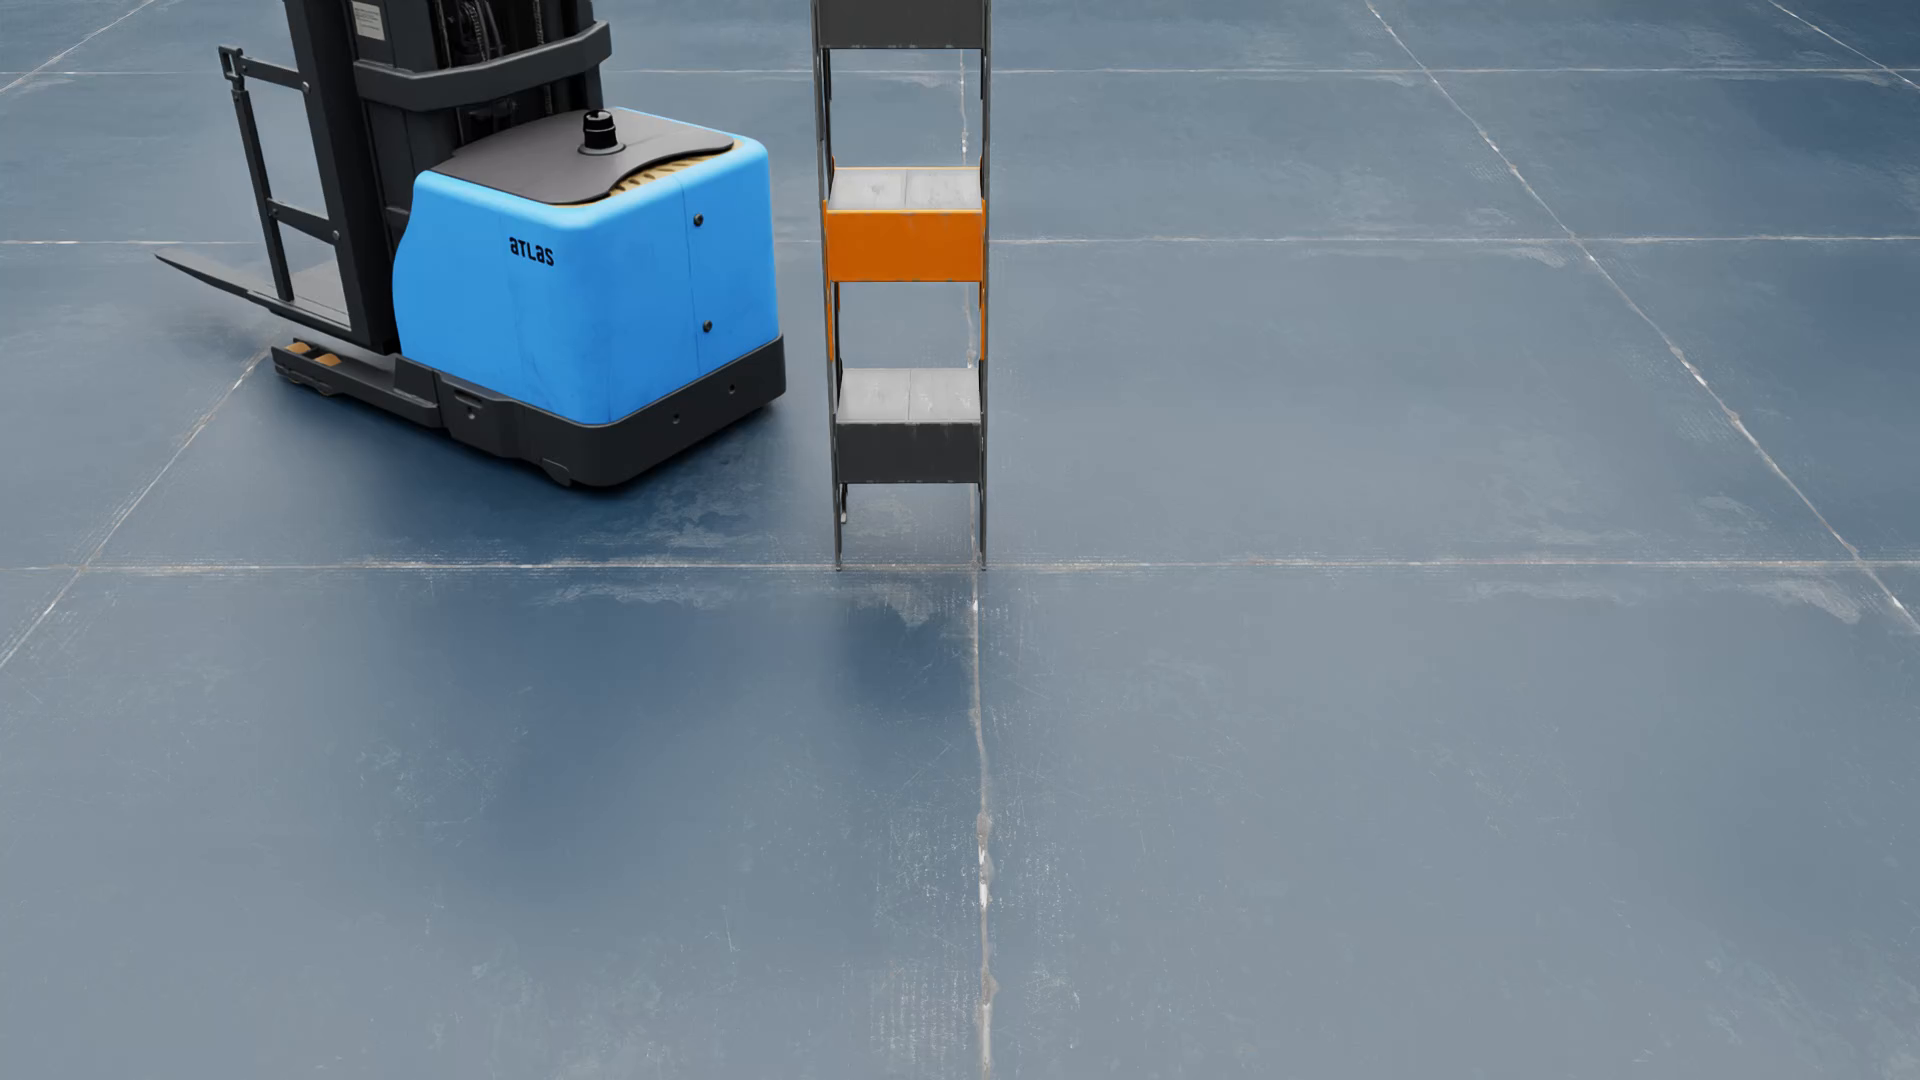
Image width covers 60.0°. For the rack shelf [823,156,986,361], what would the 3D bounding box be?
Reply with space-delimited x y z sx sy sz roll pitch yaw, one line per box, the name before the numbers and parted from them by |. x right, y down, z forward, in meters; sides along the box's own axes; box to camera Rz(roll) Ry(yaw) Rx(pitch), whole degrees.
rack shelf | -0.166 -0.886 5.212 0.480 0.518 0.431 0 31 0

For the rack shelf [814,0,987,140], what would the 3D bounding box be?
rack shelf | -0.166 -1.484 4.848 0.480 0.518 0.431 0 31 0

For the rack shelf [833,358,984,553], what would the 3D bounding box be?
rack shelf | -0.166 -0.287 5.575 0.480 0.518 0.431 0 31 0

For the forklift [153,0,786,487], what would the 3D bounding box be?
forklift | -2.185 -2.036 6.280 3.031 2.935 1.130 20 37 30

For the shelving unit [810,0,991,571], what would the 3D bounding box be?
shelving unit | -0.166 -0.897 5.205 0.503 2.100 0.431 0 31 0

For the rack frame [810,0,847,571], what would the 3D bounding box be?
rack frame | -0.410 -0.896 5.203 0.015 2.100 0.400 0 31 0

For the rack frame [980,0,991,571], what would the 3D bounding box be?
rack frame | 0.078 -0.898 5.206 0.015 2.100 0.400 0 31 0
